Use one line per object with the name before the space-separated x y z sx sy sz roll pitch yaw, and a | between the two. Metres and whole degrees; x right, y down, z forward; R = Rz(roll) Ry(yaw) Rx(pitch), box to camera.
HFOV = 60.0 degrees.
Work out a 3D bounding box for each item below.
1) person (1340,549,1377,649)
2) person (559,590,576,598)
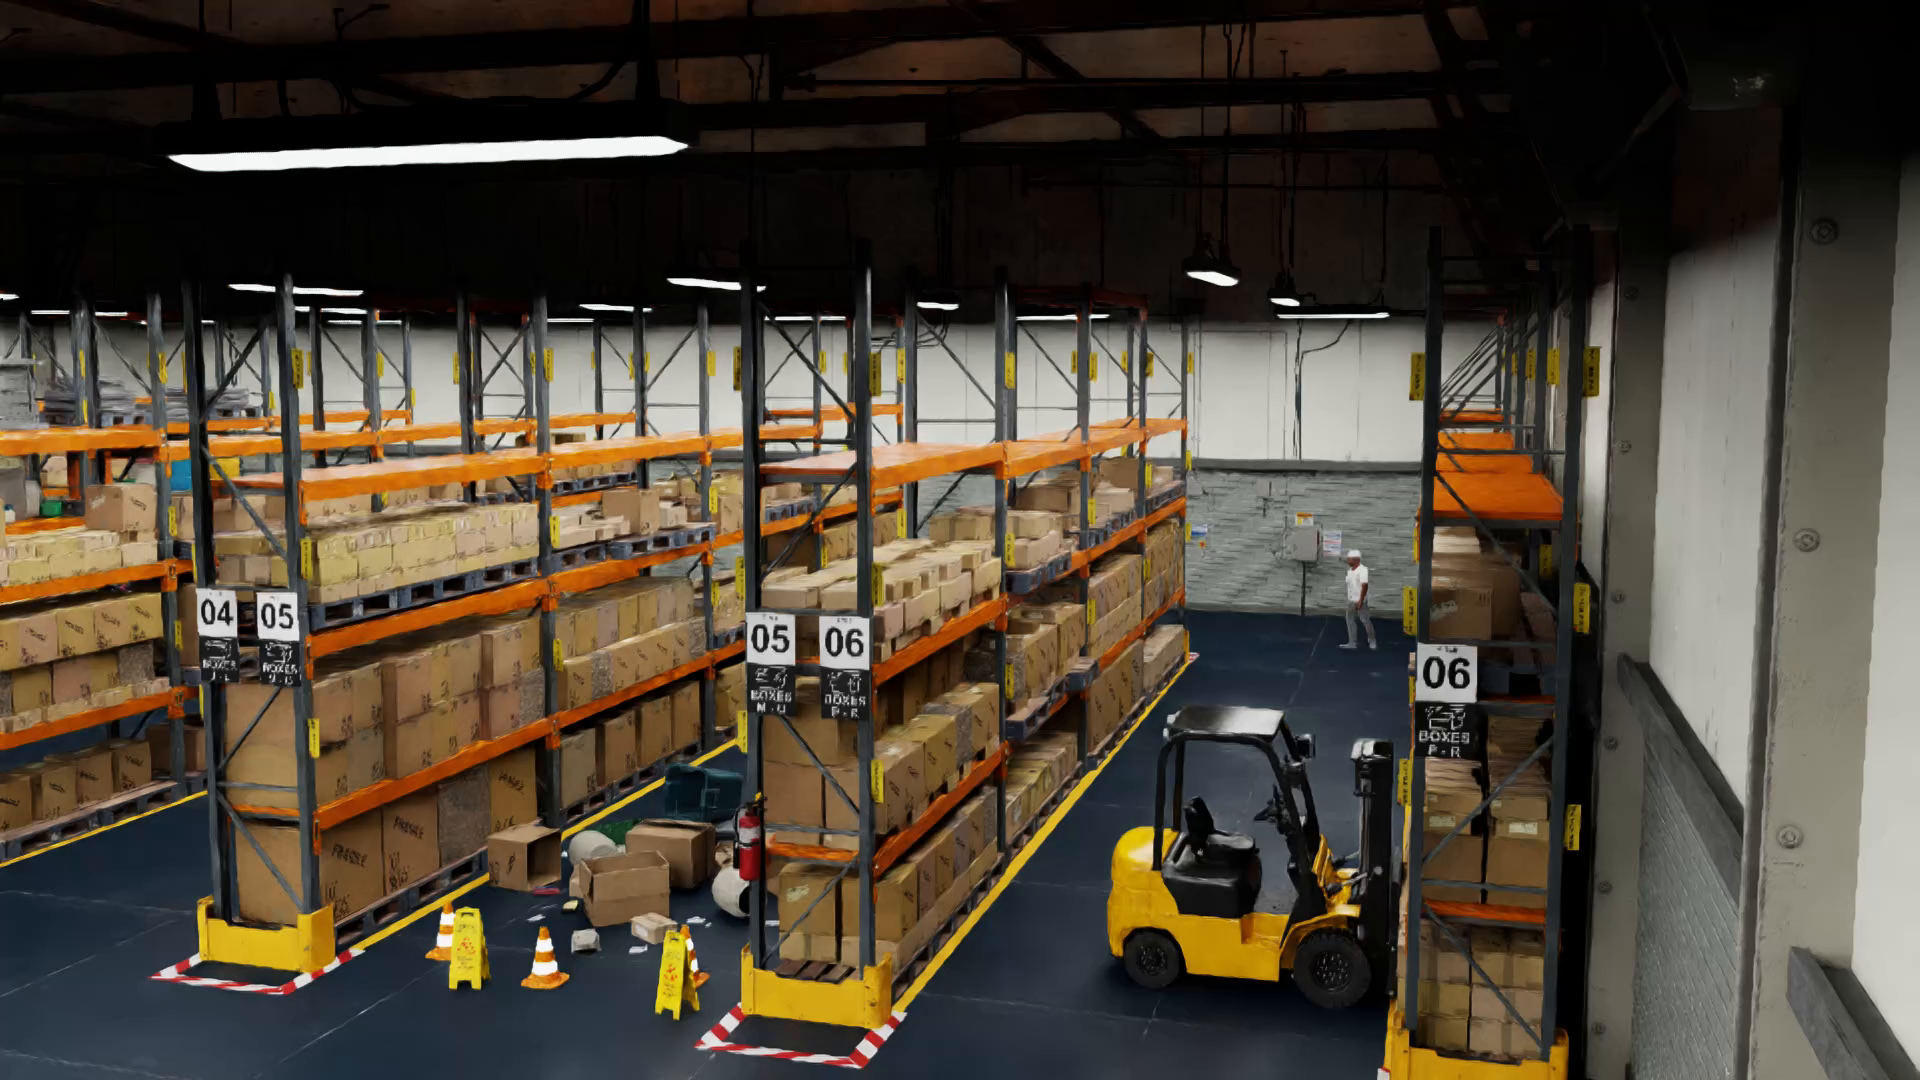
person | 7.007 1.041 29.172 0.612 1.762 0.593 -2 7 -16
person | -5.851 1.546 25.092 0.502 1.624 0.997 2 7 15
